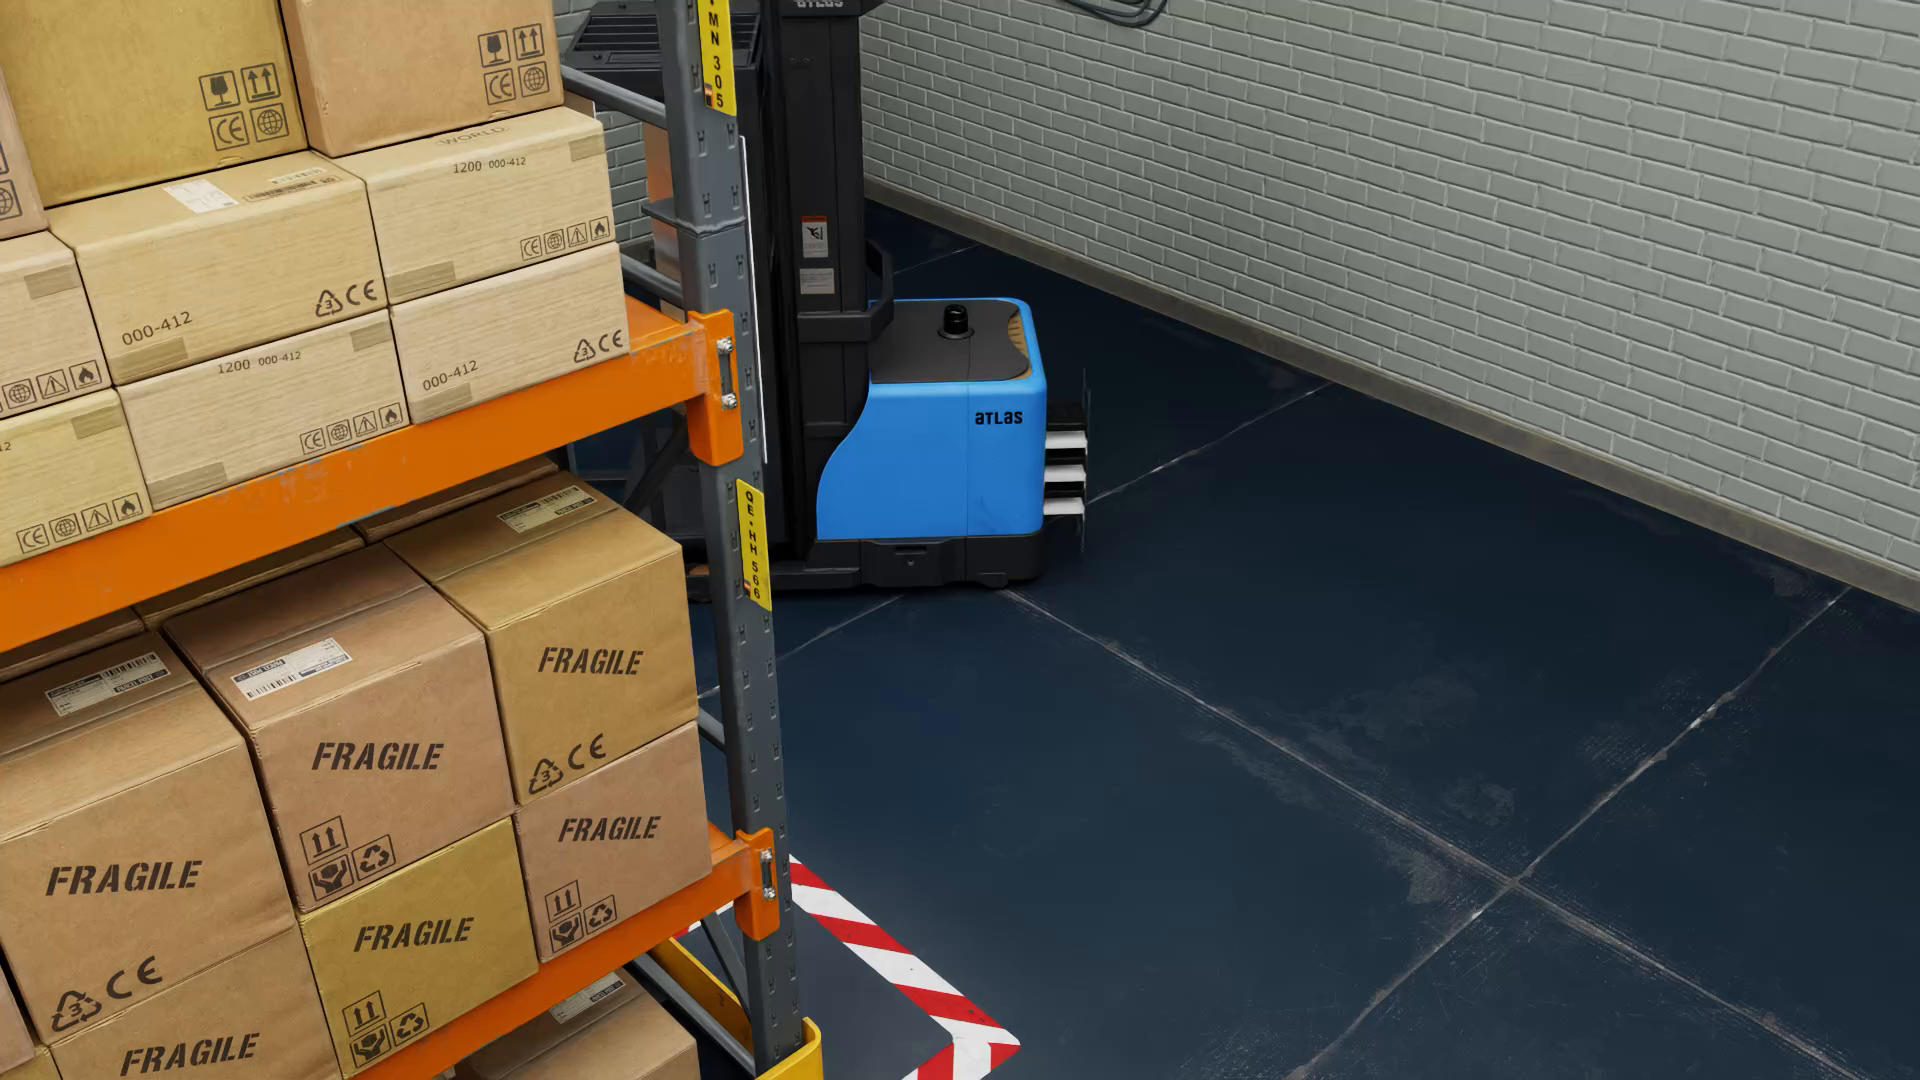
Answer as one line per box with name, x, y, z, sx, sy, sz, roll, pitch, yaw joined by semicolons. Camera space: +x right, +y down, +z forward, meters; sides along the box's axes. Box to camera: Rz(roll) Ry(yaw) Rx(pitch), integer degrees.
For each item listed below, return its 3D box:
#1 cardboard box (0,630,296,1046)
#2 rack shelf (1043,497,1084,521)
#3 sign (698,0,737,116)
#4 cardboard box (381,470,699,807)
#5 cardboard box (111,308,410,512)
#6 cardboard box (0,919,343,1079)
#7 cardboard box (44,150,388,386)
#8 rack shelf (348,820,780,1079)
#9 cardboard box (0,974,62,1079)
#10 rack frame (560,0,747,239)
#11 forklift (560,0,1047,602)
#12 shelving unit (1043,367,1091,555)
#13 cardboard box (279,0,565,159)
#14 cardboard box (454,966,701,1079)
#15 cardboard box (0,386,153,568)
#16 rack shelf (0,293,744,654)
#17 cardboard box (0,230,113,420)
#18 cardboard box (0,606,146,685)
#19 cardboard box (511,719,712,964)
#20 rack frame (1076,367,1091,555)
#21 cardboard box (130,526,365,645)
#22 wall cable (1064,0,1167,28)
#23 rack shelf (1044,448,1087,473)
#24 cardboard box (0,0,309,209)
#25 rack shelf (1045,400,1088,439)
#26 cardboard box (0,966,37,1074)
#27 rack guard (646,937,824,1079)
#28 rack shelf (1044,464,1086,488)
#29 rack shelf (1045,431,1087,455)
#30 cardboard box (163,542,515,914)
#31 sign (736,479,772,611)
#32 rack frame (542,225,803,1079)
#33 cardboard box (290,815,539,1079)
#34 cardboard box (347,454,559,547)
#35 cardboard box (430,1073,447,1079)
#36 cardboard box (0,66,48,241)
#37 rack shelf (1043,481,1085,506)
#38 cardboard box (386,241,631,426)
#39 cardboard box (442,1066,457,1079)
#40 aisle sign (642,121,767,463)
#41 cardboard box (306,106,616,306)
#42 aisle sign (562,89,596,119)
cardboard box;-1.736;0.583;3.368;0.500;0.500;0.500;-25;39;-34
rack shelf;0.491;-0.188;8.103;0.200;0.077;0.258;-2;31;-2
sign;-0.487;-1.014;3.310;0.005;0.325;0.100;-26;40;-35
cardboard box;-0.989;0.217;3.965;0.500;0.500;0.500;-26;40;-36
cardboard box;-1.422;-0.336;3.192;0.500;0.250;0.500;-26;40;-35
cardboard box;-1.741;1.004;3.637;0.500;0.500;0.500;-25;40;-35
cardboard box;-1.420;-0.548;3.060;0.500;0.250;0.500;-26;40;-35
rack shelf;-2.317;1.440;3.709;4.000;0.370;1.077;-26;40;-35
cardboard box;-2.111;1.183;3.344;0.500;0.500;0.500;-26;40;-36
rack frame;-0.850;-2.136;3.117;0.127;3.000;1.000;-26;40;-35
forklift;-1.134;-1.240;7.468;3.031;2.935;1.130;-2;31;-2
shelving unit;0.491;-0.370;7.992;0.210;0.900;0.258;-2;31;-2
cardboard box;-1.216;-1.137;3.304;0.500;0.500;0.700;-26;40;-35
cardboard box;-1.081;1.589;4.750;0.500;0.500;0.500;-26;40;-35
cardboard box;-1.779;-0.154;2.894;0.500;0.250;0.500;-26;40;-35
rack shelf;-2.317;0.160;2.927;4.000;0.370;1.077;-26;40;-35
cardboard box;-1.789;-0.372;2.773;0.500;0.250;0.500;-26;40;-35
cardboard box;-2.103;0.375;3.707;0.500;0.500;0.500;-25;39;-35
cardboard box;-0.993;0.644;4.226;0.500;0.500;0.500;-24;39;-34
rack frame;0.593;-0.372;7.996;0.006;0.900;0.240;-2;31;-2
cardboard box;-1.733;0.199;3.995;0.500;0.500;0.500;-25;40;-35
wall cable;0.169;-4.574;10.081;0.112;2.526;3.097;-26;40;-35
rack shelf;0.491;-0.418;7.962;0.200;0.077;0.258;-2;31;-2
cardboard box;-1.640;-0.992;3.067;0.500;0.500;0.700;-26;40;-35
rack shelf;0.491;-0.572;7.869;0.200;0.077;0.258;-2;31;-2
cardboard box;-2.113;0.765;3.070;0.500;0.500;0.500;-24;39;-34
rack guard;-0.906;1.517;5.290;0.348;0.500;1.175;-26;40;-35
rack shelf;0.491;-0.341;8.009;0.200;0.077;0.258;-2;31;-2
rack shelf;0.491;-0.495;7.915;0.200;0.077;0.258;-2;31;-2
cardboard box;-1.359;0.397;3.671;0.500;0.500;0.500;-25;39;-34
sign;-0.487;0.014;3.939;0.005;0.325;0.100;-26;40;-35
rack frame;-0.850;0.424;4.682;0.127;3.000;1.000;-26;40;-35
cardboard box;-1.371;0.829;3.923;0.500;0.500;0.500;-25;40;-35
cardboard box;-1.355;0.011;4.303;0.500;0.500;0.500;-24;39;-34
cardboard box;-1.808;1.671;4.857;0.500;0.250;0.500;-26;40;-35
cardboard box;-1.934;-0.774;2.710;0.500;0.500;0.700;-26;40;-35
rack shelf;0.491;-0.264;8.056;0.200;0.077;0.258;-2;31;-2
cardboard box;-1.047;-0.509;3.476;0.500;0.250;0.500;-26;40;-35
cardboard box;-1.574;1.550;5.133;0.250;0.166;0.380;-26;40;-35
aisle sign;-0.592;-0.593;3.852;0.004;0.787;0.394;-26;40;-35
cardboard box;-1.053;-0.726;3.351;0.500;0.250;0.500;-26;40;-35
aisle sign;-1.000;-0.822;4.227;0.004;0.787;0.394;-26;40;-35
